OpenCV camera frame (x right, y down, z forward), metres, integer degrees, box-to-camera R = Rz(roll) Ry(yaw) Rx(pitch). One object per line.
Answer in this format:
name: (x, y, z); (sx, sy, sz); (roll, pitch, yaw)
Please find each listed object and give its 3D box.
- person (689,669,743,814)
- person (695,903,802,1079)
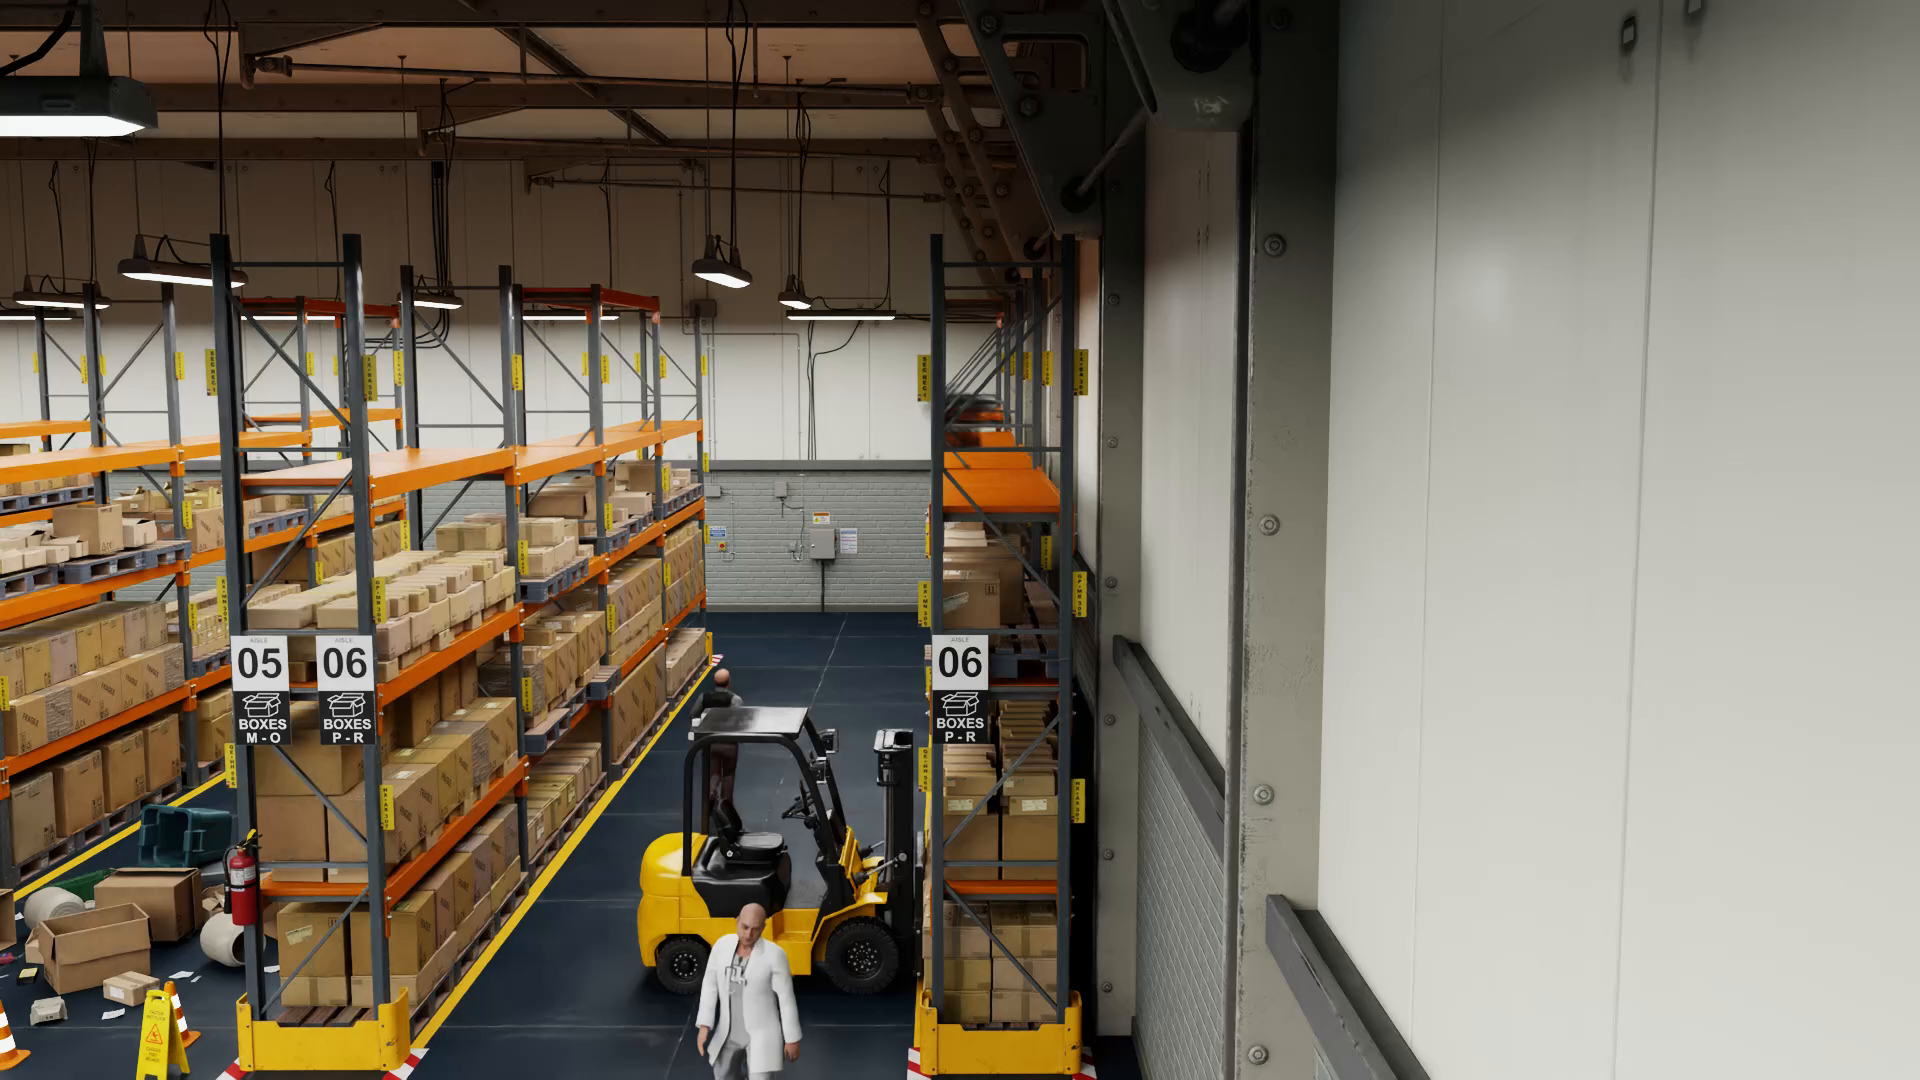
person: (-2.687, 2.303, 18.425); (0.665, 1.724, 0.719); (1, 6, 6)
person: (-1.406, 3.163, 10.800); (0.903, 1.635, 0.781); (3, 7, 24)
